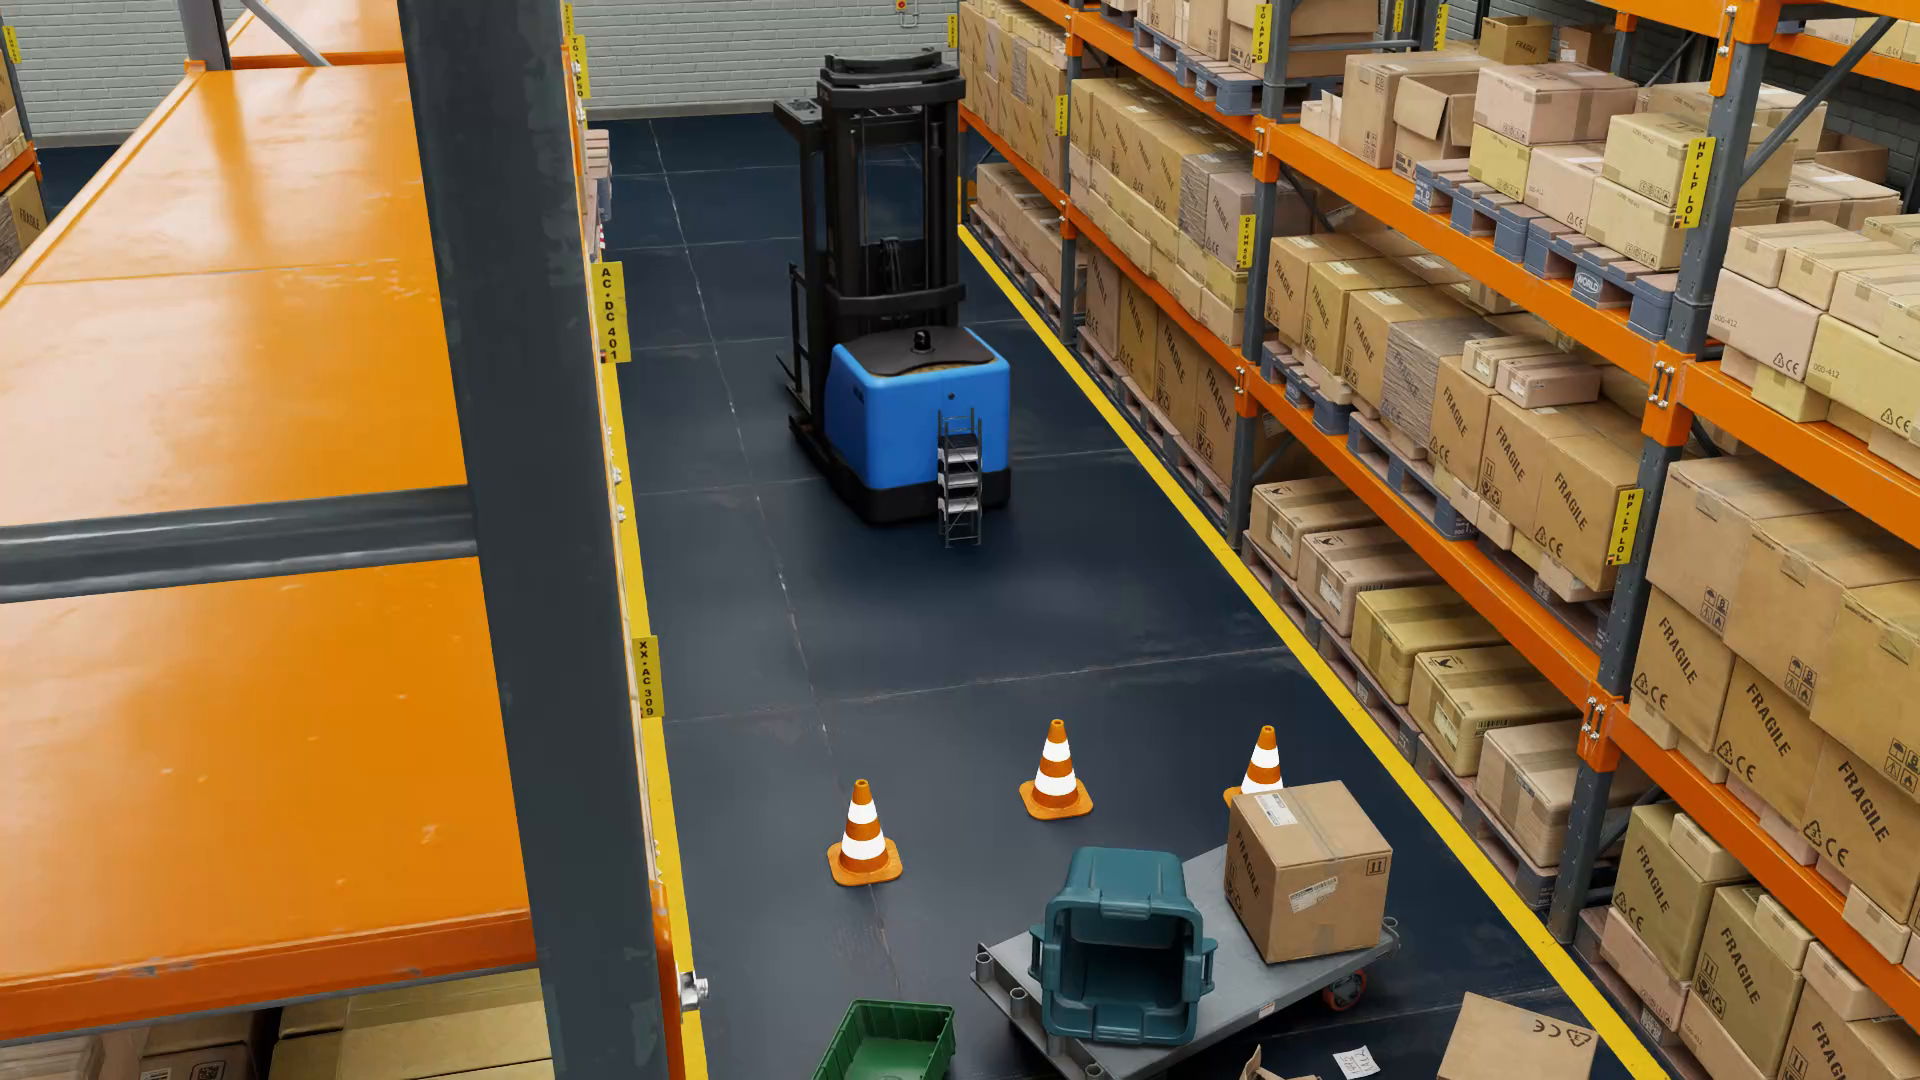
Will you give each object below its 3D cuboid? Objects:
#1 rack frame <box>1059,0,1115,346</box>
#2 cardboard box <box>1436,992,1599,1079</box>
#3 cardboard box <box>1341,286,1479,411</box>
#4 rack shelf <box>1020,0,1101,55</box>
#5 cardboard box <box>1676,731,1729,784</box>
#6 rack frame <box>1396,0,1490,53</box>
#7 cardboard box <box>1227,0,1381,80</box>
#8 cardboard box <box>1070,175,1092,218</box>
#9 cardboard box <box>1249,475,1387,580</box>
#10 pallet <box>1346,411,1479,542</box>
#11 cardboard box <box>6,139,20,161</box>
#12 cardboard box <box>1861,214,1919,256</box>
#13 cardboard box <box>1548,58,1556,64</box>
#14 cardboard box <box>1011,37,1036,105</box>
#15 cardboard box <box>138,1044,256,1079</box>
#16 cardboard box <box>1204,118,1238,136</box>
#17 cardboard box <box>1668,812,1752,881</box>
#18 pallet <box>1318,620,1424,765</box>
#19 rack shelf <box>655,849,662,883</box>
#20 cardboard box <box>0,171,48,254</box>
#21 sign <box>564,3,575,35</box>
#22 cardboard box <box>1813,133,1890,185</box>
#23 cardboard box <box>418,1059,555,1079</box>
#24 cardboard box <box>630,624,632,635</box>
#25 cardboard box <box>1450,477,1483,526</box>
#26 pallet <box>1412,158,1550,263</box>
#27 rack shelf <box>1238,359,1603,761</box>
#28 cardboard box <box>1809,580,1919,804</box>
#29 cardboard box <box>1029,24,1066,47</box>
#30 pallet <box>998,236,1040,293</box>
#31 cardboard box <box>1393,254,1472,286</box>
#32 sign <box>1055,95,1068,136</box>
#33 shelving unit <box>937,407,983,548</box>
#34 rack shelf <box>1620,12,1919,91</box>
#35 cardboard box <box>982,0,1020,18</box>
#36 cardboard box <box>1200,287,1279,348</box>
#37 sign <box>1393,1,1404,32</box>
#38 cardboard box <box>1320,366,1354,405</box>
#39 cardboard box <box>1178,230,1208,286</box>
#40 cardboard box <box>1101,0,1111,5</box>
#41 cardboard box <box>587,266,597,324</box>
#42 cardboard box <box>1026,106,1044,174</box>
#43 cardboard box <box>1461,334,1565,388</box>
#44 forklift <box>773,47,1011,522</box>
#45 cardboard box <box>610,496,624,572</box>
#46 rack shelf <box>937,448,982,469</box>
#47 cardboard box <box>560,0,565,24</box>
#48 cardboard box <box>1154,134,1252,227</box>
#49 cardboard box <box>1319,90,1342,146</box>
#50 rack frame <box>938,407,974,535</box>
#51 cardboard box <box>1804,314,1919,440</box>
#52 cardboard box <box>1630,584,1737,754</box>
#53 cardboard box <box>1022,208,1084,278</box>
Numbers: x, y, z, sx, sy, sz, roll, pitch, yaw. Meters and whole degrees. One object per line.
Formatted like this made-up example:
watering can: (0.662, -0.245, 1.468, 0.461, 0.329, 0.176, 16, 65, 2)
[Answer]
rack frame: (1.369, -3.102, 13.913, 1.000, 3.000, 0.127, -6, 27, -12)
cardboard box: (2.087, 2.133, 6.312, 0.500, 0.500, 0.500, 13, 30, 24)
cardboard box: (2.396, -1.029, 8.900, 0.500, 0.500, 0.500, -5, 27, -11)
rack shelf: (0.918, -4.998, 15.139, 1.077, 0.370, 4.000, -6, 27, -12)
cardboard box: (3.037, 0.799, 6.464, 0.380, 0.149, 0.250, -5, 27, -10)
rack frame: (5.302, -5.364, 18.394, 1.000, 3.000, 0.127, -6, 27, -12)
cardboard box: (2.038, -3.069, 9.938, 0.797, 0.503, 0.637, -8, 28, -15)
cardboard box: (1.211, -2.815, 13.511, 0.500, 0.250, 0.500, -7, 28, -13)
cardboard box: (2.388, -0.111, 10.438, 0.950, 0.372, 0.625, -8, 28, -15)
pallet: (2.756, -0.395, 8.764, 1.003, 0.211, 1.213, -6, 27, -12)
cardboard box: (-8.727, -3.503, 14.986, 0.380, 0.149, 0.250, -6, 27, -11)
cardboard box: (3.456, -1.056, 5.925, 0.380, 0.149, 0.250, -5, 27, -11)
cardboard box: (5.886, -4.810, 17.134, 0.500, 0.250, 0.500, -5, 27, -10)
cardboard box: (0.763, -4.218, 14.904, 0.500, 0.500, 0.500, -6, 27, -11)
cardboard box: (-1.110, 0.890, 1.936, 0.500, 0.250, 0.500, -6, 27, -11)
cardboard box: (2.064, -2.746, 11.987, 0.500, 0.500, 0.500, -6, 27, -11)
cardboard box: (3.011, 1.173, 6.477, 0.380, 0.149, 0.250, -6, 27, -11)
pallet: (2.716, 0.777, 9.324, 1.003, 0.211, 1.213, -6, 27, -12)
rack shelf: (-1.178, 2.156, 4.294, 1.077, 0.370, 4.000, -6, 27, -12)
cardboard box: (-8.966, -2.818, 15.242, 0.875, 0.875, 0.875, -6, 27, -12)
sign: (-3.788, -5.017, 16.071, 0.100, 0.325, 0.005, -6, 27, -12)
cardboard box: (6.557, -2.783, 12.701, 0.797, 0.503, 0.637, -7, 28, -13)
cardboard box: (-0.492, 0.719, 1.831, 0.380, 0.149, 0.250, -6, 27, -11)
cardboard box: (-1.485, 0.654, 6.360, 0.500, 0.500, 0.500, -6, 27, -11)
cardboard box: (2.590, -0.202, 7.980, 0.380, 0.149, 0.250, -6, 27, -11)
pallet: (2.899, -1.582, 7.781, 1.213, 0.211, 1.003, -6, 27, -12)
rack shelf: (2.721, -0.147, 8.857, 1.077, 0.370, 4.000, -6, 27, -12)
cardboard box: (3.240, 0.451, 5.323, 0.700, 0.500, 0.500, -7, 28, -13)
cardboard box: (0.823, -4.438, 14.620, 0.380, 0.149, 0.250, -6, 27, -12)
pallet: (0.995, -2.736, 16.282, 1.003, 0.211, 1.213, -6, 27, -12)
cardboard box: (2.770, -1.314, 9.463, 0.500, 0.500, 0.500, -6, 27, -12)
sign: (0.828, -3.467, 13.587, 0.100, 0.325, 0.005, -6, 27, -12)
shelving unit: (-0.002, -0.405, 10.901, 0.258, 0.900, 0.210, -6, 27, -12)
rack shelf: (6.654, -3.748, 12.662, 1.077, 0.370, 4.000, -6, 27, -12)
cardboard box: (0.430, -5.107, 15.946, 0.380, 0.149, 0.250, -7, 28, -13)
cardboard box: (1.903, -1.475, 10.856, 0.500, 0.250, 0.500, -7, 28, -13)
sign: (4.774, -5.695, 18.090, 0.100, 0.325, 0.005, -6, 27, -12)
cardboard box: (2.252, -0.885, 9.333, 0.380, 0.149, 0.250, -6, 27, -11)
cardboard box: (1.794, -1.914, 11.171, 0.500, 0.250, 0.500, -7, 28, -13)
cardboard box: (1.285, -4.257, 12.295, 0.500, 0.500, 0.500, -6, 27, -13)
cardboard box: (-1.179, -0.619, 4.481, 0.380, 0.149, 0.250, -6, 27, -12)
cardboard box: (0.894, -3.550, 14.689, 0.500, 0.500, 0.500, -7, 28, -13)
cardboard box: (2.595, -0.843, 7.811, 0.380, 0.149, 0.250, -7, 28, -14)
forklift: (-0.654, -2.071, 11.946, 1.130, 2.935, 3.031, -10, 28, -19)
cardboard box: (-0.835, 0.049, 3.159, 0.380, 0.149, 0.250, -6, 27, -11)
rack shelf: (-0.002, -0.536, 10.835, 0.258, 0.077, 0.200, -6, 27, -12)
cardboard box: (-3.279, -4.057, 12.643, 0.500, 0.250, 0.500, -5, 27, -9)
cardboard box: (1.670, -2.481, 11.461, 0.500, 0.500, 0.500, -6, 27, -12)
cardboard box: (2.233, -2.357, 9.258, 0.396, 0.266, 0.258, -6, 27, -12)
rack frame: (-0.025, -0.450, 10.989, 0.240, 0.900, 0.006, -6, 27, -12)
cardboard box: (3.129, -0.548, 5.362, 0.500, 0.250, 0.500, -6, 27, -12)
cardboard box: (2.999, 0.454, 6.427, 0.500, 0.500, 0.500, -6, 27, -12)
cardboard box: (1.129, -2.825, 15.742, 0.875, 0.438, 0.875, -7, 28, -13)
